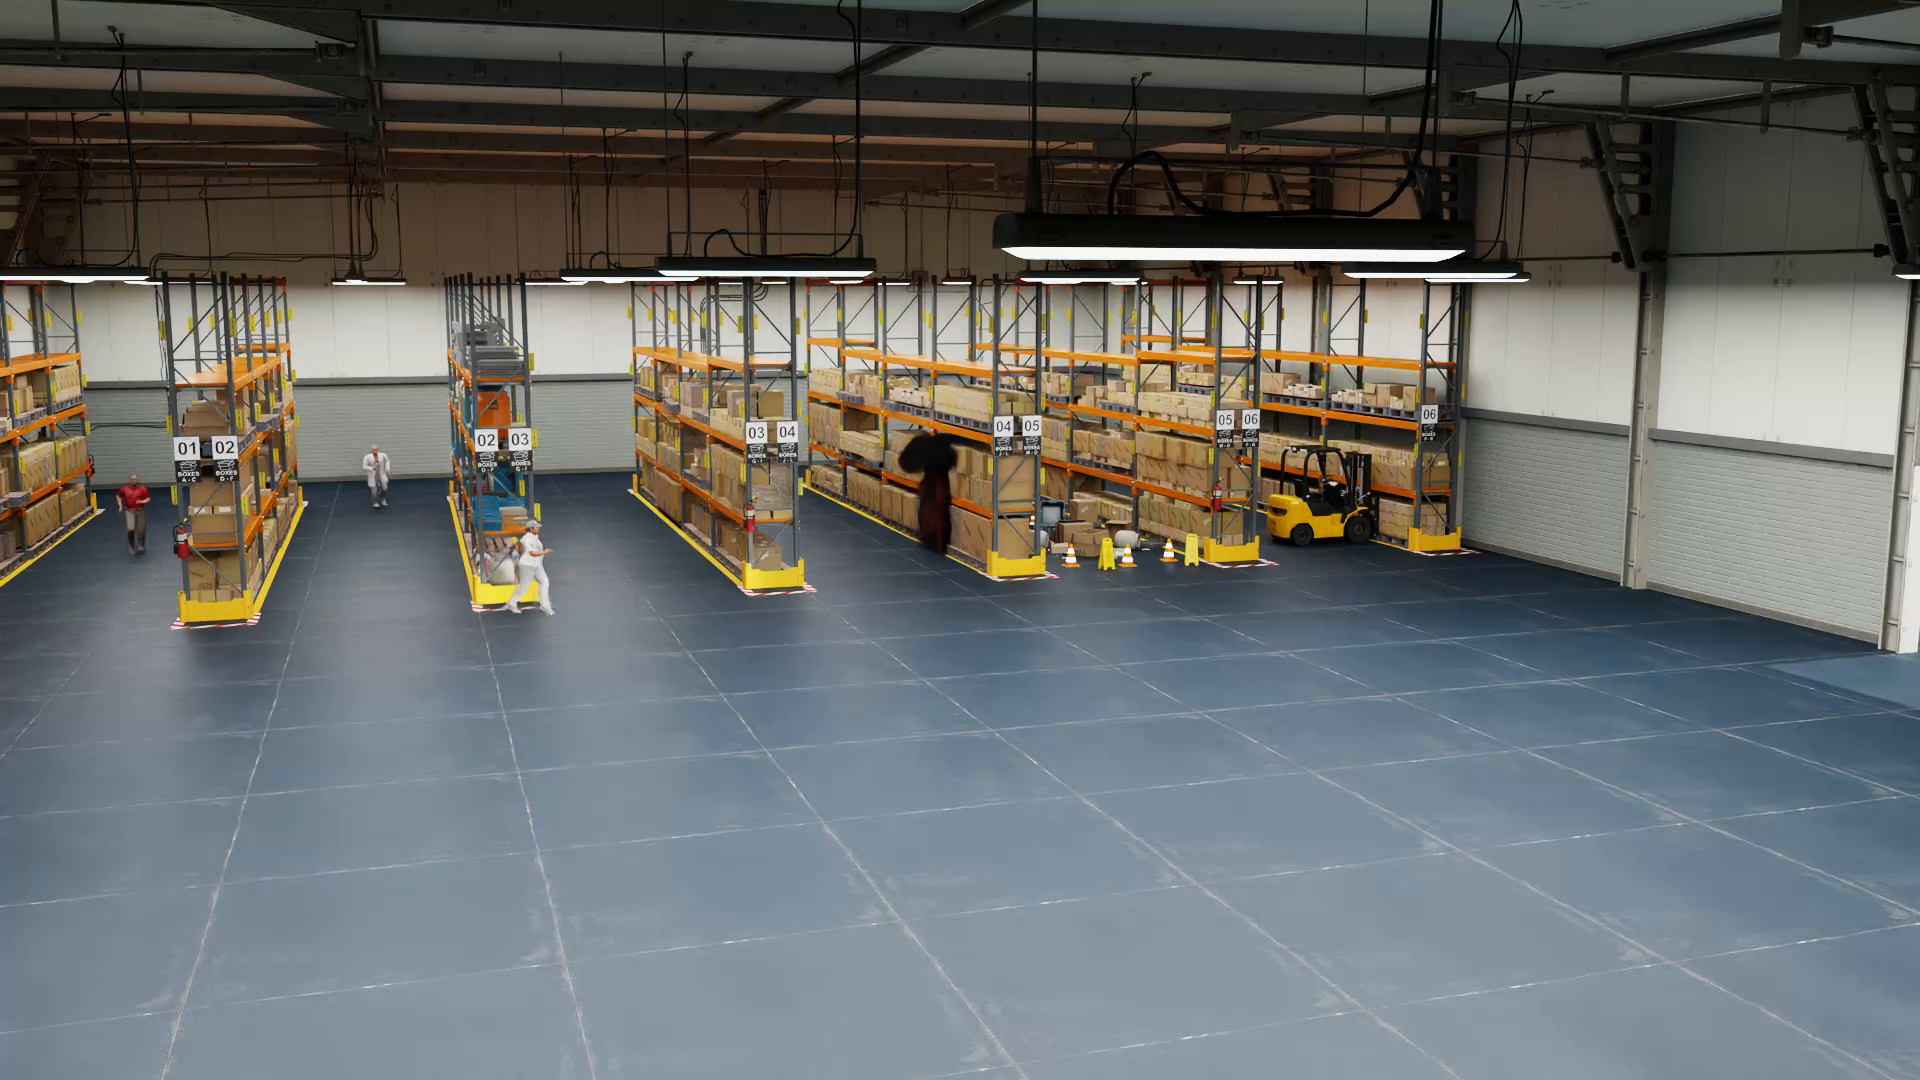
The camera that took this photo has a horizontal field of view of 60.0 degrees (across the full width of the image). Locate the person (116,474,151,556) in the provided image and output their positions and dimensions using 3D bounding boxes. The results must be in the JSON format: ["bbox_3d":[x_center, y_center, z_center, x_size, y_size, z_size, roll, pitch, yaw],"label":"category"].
[{"bbox_3d":[-17.862,-0.534,36.001,0.656,1.765,0.735,-4,10,-27],"label":"person"}]

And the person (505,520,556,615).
[{"bbox_3d":[-7.573,0.497,29.239,0.856,1.712,0.568,0,9,2],"label":"person"}]

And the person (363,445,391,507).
[{"bbox_3d":[-15.257,-1.664,43.524,0.713,1.668,0.924,-5,10,-28],"label":"person"}]

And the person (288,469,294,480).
[{"bbox_3d":[-18.836,-2.148,46.217,0.873,1.830,0.659,6,10,33],"label":"person"}]
